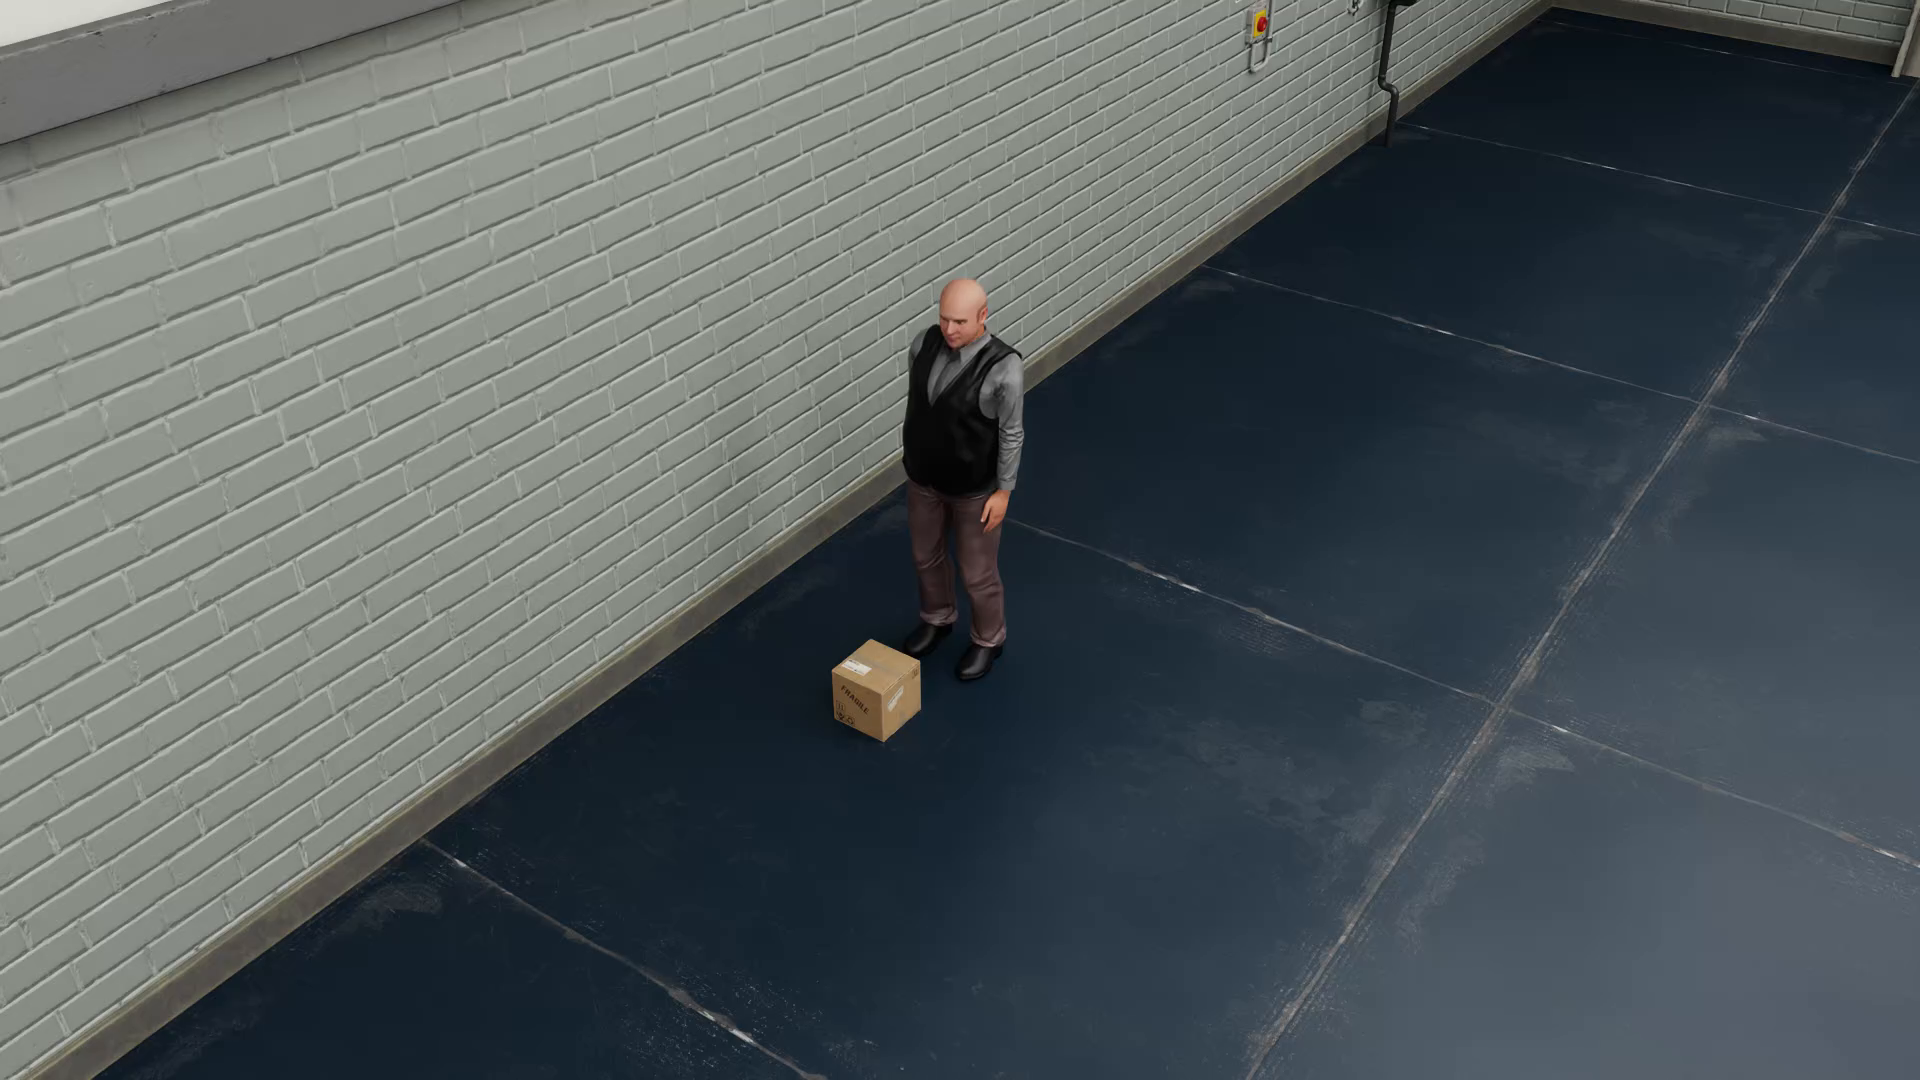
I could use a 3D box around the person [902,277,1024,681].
[{"bbox_3d":[0.002,-0.232,6.513,0.533,1.714,0.359,22,40,29],"label":"person"}]
